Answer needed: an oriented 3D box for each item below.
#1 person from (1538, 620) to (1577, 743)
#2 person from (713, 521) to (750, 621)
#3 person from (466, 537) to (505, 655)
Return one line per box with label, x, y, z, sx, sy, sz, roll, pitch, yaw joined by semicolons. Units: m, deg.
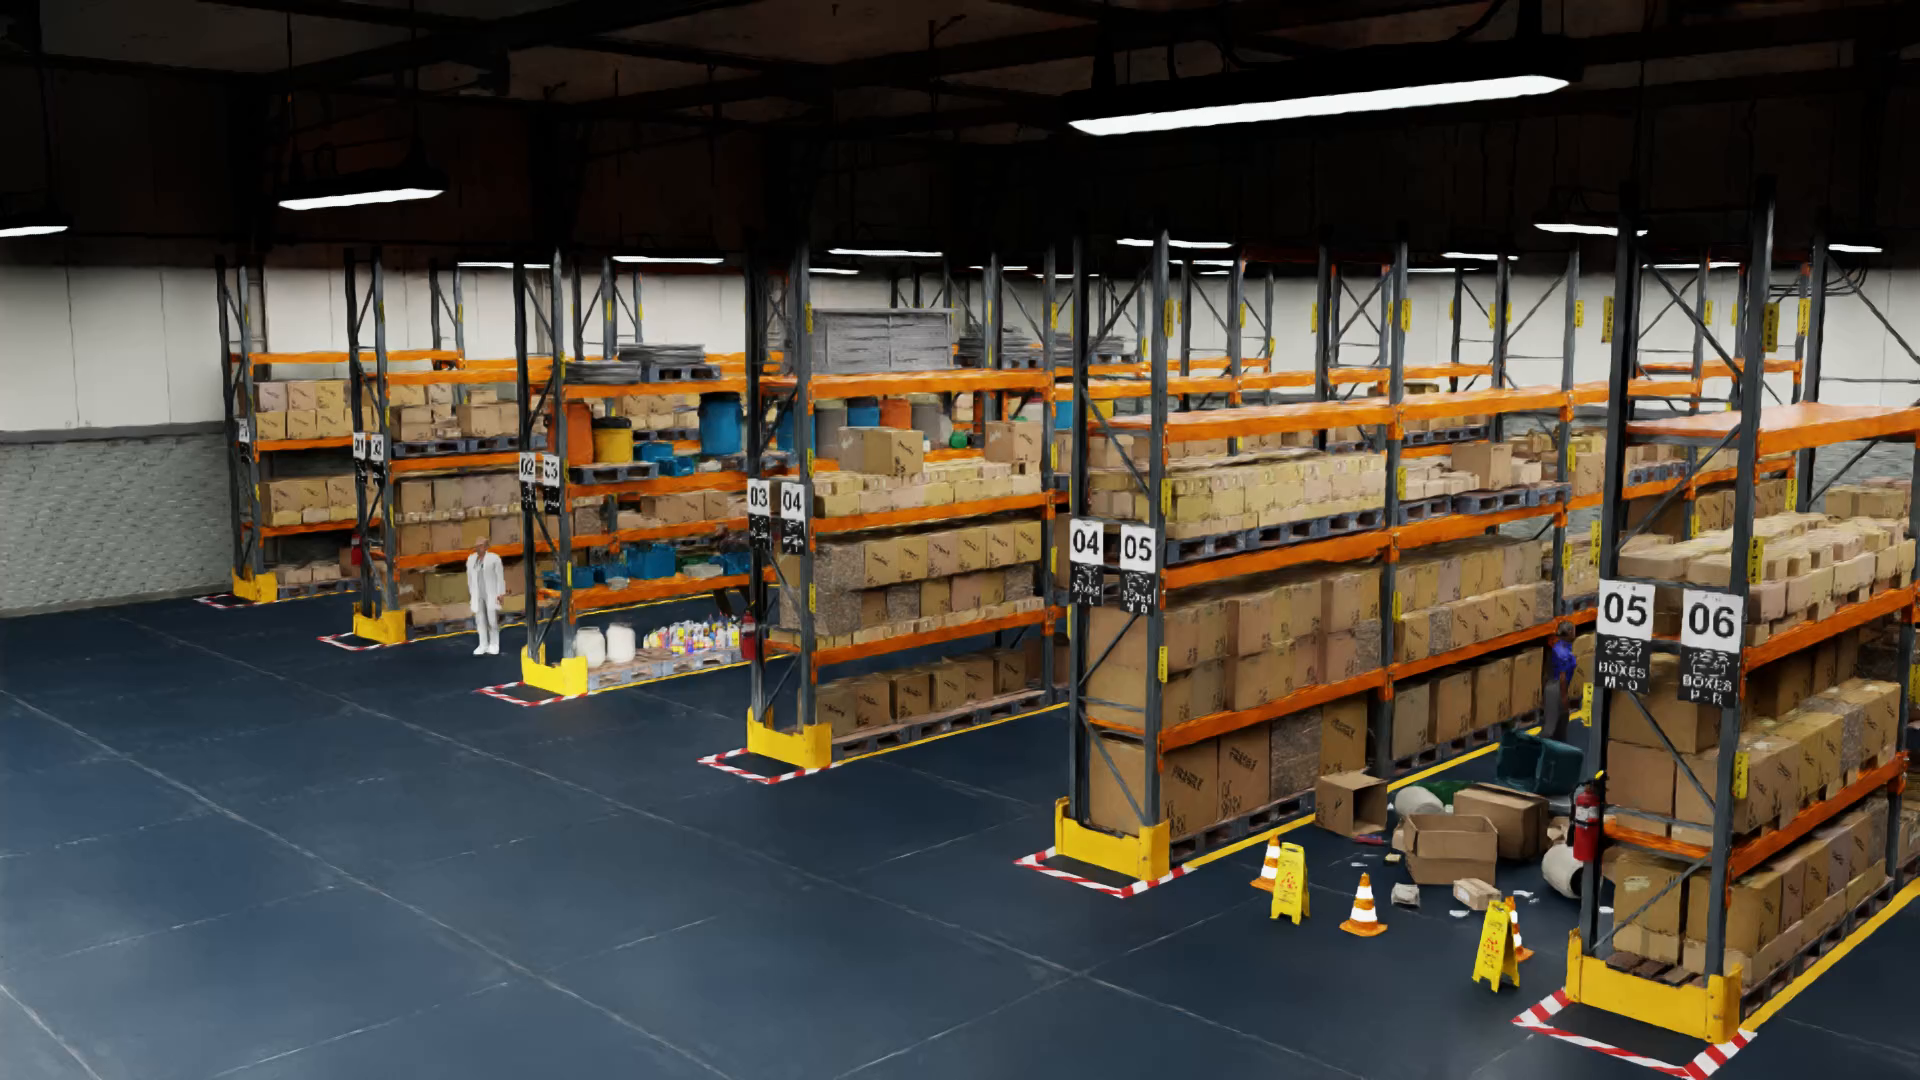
person;6.719;1.715;18.562;0.508;1.658;0.548;3;9;19
person;-3.631;0.517;26.970;0.730;1.696;0.756;-7;11;-39
person;-6.972;0.812;24.491;0.595;1.765;0.492;1;8;5
